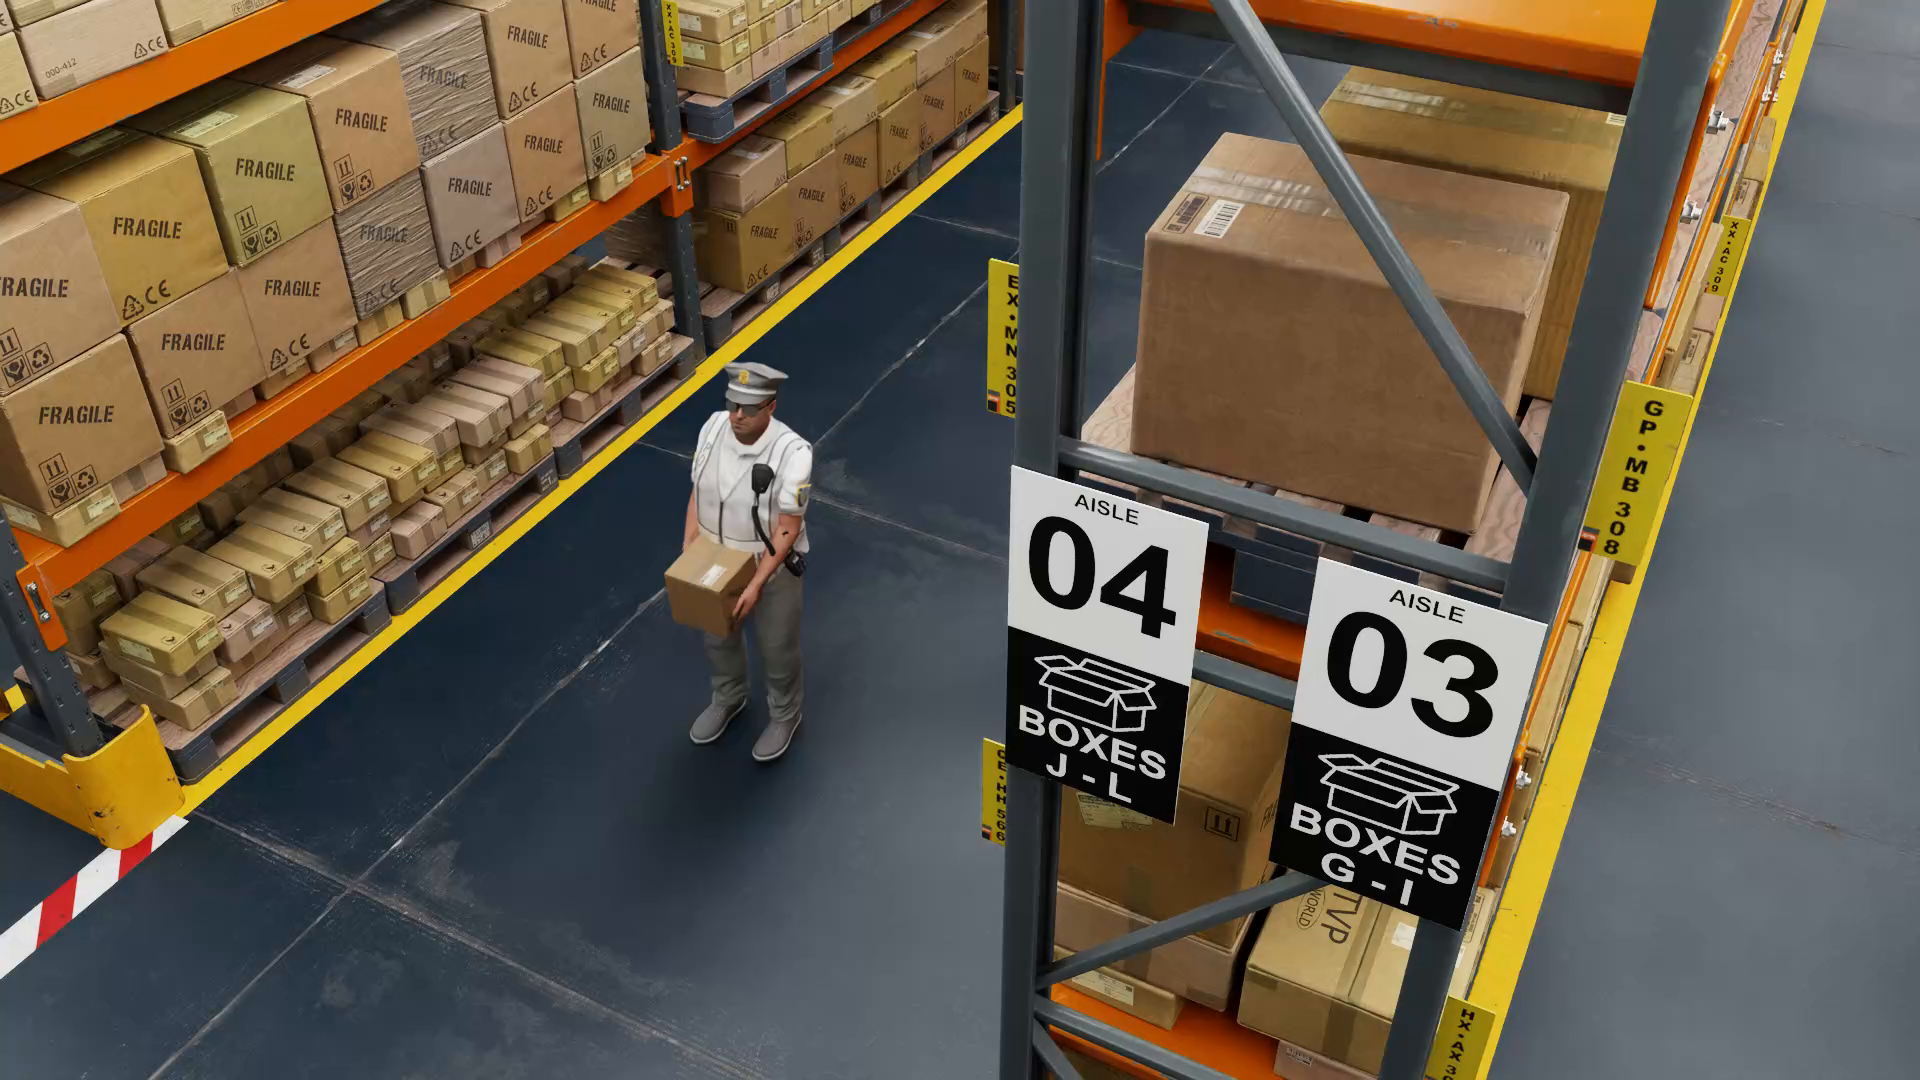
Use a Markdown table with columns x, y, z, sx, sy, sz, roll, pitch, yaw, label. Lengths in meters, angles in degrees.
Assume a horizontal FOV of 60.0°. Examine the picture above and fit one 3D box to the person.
| x | y | z | sx | sy | sz | roll | pitch | yaw | label |
| --- | --- | --- | --- | --- | --- | --- | --- | --- | --- |
| -0.852 | 0.109 | 6.574 | 0.524 | 1.784 | 0.546 | 18 | 41 | 21 | person |
